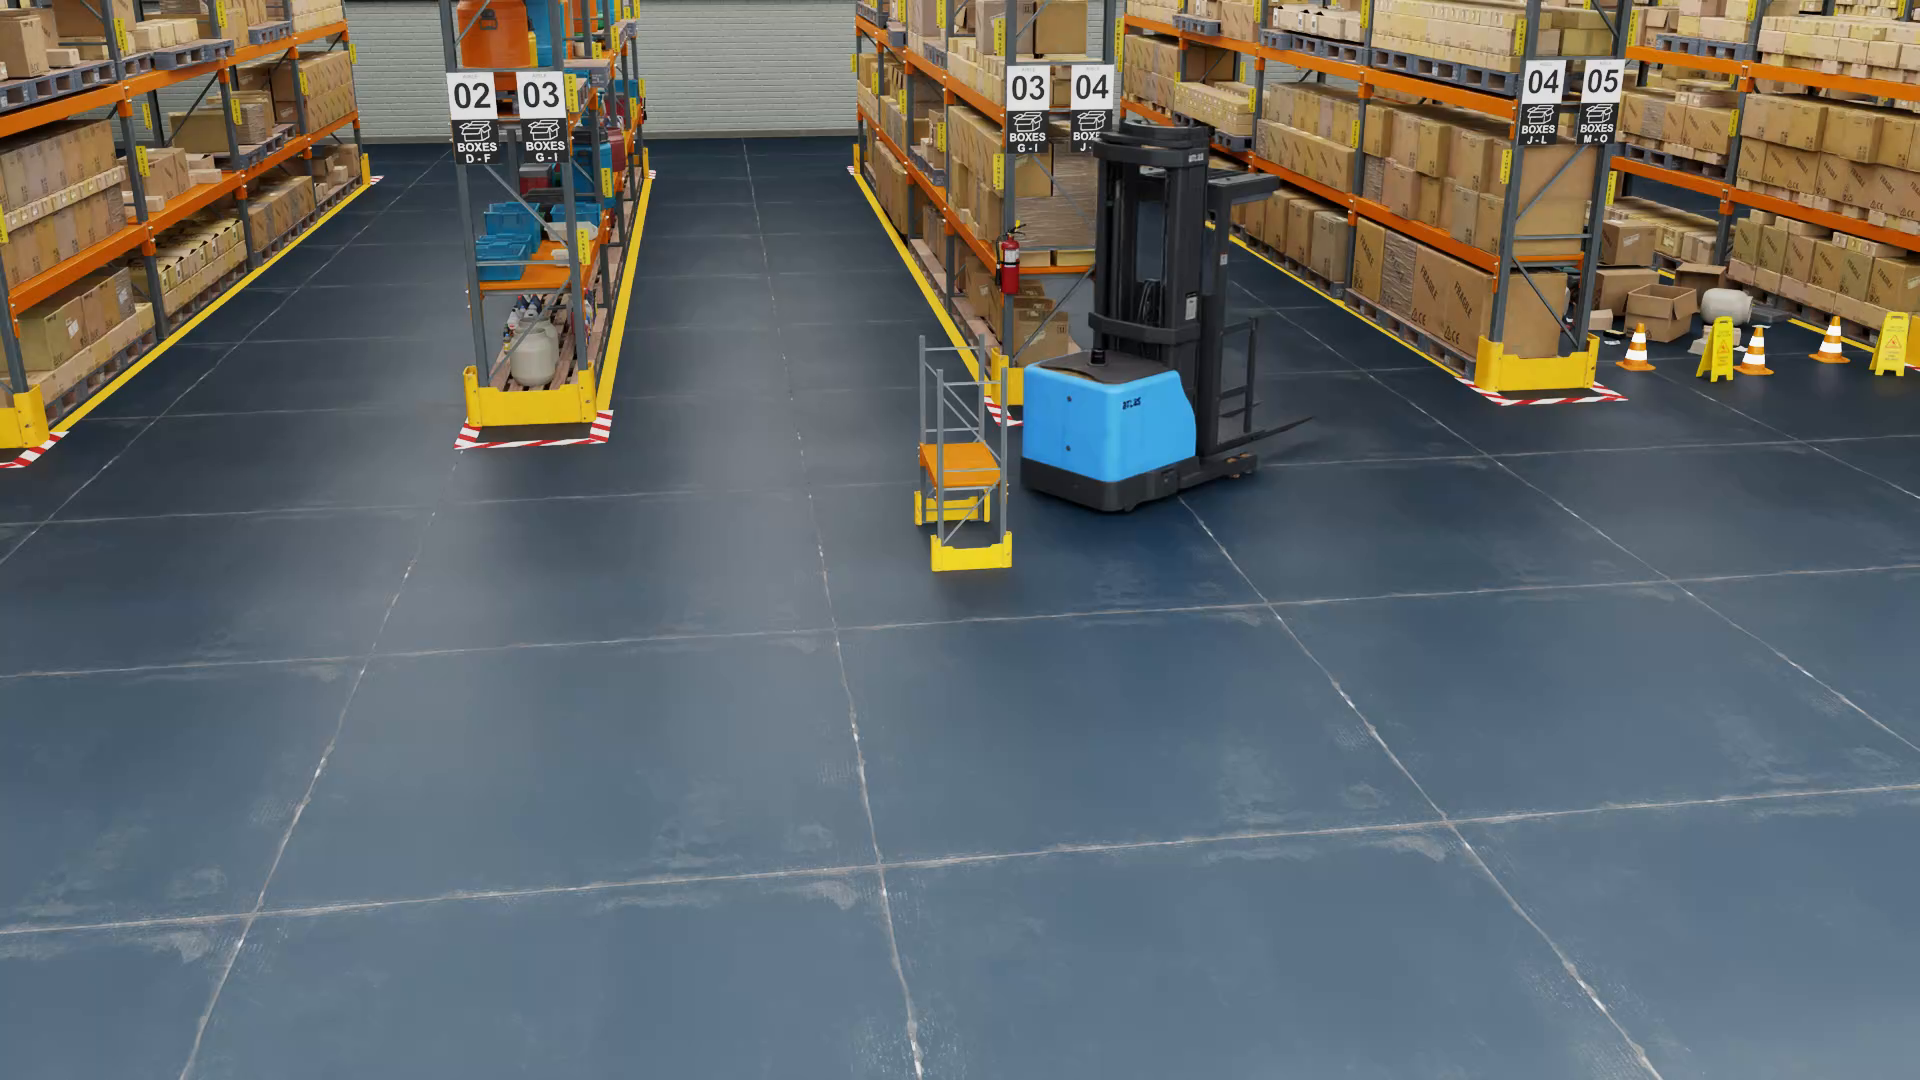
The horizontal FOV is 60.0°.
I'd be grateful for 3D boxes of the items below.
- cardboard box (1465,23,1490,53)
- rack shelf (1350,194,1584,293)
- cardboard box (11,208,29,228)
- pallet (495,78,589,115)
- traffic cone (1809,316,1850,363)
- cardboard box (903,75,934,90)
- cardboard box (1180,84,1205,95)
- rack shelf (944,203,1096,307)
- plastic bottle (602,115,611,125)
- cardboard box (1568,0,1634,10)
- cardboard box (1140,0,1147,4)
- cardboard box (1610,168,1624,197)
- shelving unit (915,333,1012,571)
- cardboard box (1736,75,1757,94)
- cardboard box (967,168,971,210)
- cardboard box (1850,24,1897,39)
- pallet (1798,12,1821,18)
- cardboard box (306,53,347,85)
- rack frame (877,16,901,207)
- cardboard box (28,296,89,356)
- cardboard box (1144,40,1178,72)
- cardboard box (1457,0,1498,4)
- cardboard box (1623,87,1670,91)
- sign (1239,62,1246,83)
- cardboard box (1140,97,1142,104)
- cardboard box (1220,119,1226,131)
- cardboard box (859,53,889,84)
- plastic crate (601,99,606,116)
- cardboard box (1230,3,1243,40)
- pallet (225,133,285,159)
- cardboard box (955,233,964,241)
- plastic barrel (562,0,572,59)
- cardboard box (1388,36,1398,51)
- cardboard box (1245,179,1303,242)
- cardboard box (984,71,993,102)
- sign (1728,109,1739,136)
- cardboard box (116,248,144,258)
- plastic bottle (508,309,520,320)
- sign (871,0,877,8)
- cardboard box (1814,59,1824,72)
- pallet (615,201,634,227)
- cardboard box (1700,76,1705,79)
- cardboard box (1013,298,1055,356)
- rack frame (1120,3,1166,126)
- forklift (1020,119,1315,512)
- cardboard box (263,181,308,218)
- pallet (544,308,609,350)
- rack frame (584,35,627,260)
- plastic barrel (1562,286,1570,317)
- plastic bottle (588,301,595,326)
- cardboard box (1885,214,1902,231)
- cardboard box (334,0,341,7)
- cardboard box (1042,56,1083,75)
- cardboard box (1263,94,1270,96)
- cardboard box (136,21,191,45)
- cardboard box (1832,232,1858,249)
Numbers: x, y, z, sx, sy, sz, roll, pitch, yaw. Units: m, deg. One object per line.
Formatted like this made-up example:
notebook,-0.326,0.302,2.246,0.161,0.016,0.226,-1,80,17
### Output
cardboard box,5.418,-5.036,16.673,0.500,0.250,0.500,-3,21,-8
rack shelf,5.548,-3.345,18.414,1.077,0.370,4.000,-3,21,-8
cardboard box,-8.809,-2.952,15.262,0.380,0.149,0.250,-3,21,-8
pallet,-4.010,-4.133,15.478,1.003,0.211,1.213,-3,21,-8
traffic cone,9.382,-2.170,17.865,0.336,0.463,0.334,-3,21,-8
cardboard box,-0.420,-6.541,24.366,0.797,0.503,0.637,-2,21,-6
cardboard box,3.754,-7.247,26.740,0.380,0.149,0.250,-2,21,-6
rack shelf,0.625,-3.130,17.838,1.077,0.370,4.000,-3,21,-8
plastic bottle,-5.377,-6.284,25.323,0.144,0.351,0.185,-3,21,-8
cardboard box,9.363,-7.818,24.325,0.797,0.503,0.637,-4,21,-11
cardboard box,3.473,-9.577,29.285,0.500,0.250,0.500,-3,21,-7
cardboard box,9.550,-5.489,25.562,0.875,0.875,0.875,-3,21,-8
shelving unit,0.011,-0.676,12.383,0.587,1.500,1.083,-3,21,-8
cardboard box,13.750,-7.746,28.425,0.700,0.500,0.500,-2,21,-6
cardboard box,0.550,-3.844,18.153,0.875,0.500,0.500,-3,21,-8
cardboard box,10.172,-5.661,18.518,0.380,0.149,0.250,-3,21,-7
pallet,14.079,-8.410,26.927,1.213,0.211,1.003,-3,21,-8
cardboard box,-10.786,-8.016,28.320,0.500,0.500,0.500,-2,21,-6
rack frame,-0.816,-6.930,26.982,1.000,3.000,0.127,-3,21,-8
cardboard box,-8.906,-2.079,16.253,0.500,0.500,0.500,-3,21,-8
cardboard box,3.541,-8.484,29.146,0.500,0.500,0.500,-4,21,-9
cardboard box,5.736,-5.908,18.436,0.380,0.149,0.250,-3,21,-7
cardboard box,9.908,-6.284,24.086,0.500,0.500,0.500,-4,21,-9
sign,4.655,-7.716,27.434,0.100,0.325,0.005,-3,21,-8
cardboard box,3.489,-8.019,30.257,0.380,0.149,0.250,-2,21,-5
cardboard box,4.086,-6.162,24.685,0.380,0.149,0.250,-3,21,-7
cardboard box,-1.519,-8.382,29.588,0.500,0.500,0.500,-3,21,-9
plastic crate,-5.755,-7.190,27.764,0.437,0.282,0.530,-3,21,-8
cardboard box,4.264,-7.569,24.265,0.500,0.500,0.500,-3,21,-8
pallet,-10.328,-5.629,23.776,1.003,0.211,1.213,-3,21,-8
cardboard box,0.220,-3.575,20.943,0.700,0.500,0.500,-3,21,-8
plastic barrel,-5.143,-6.379,20.609,0.600,0.830,0.708,-3,21,-8
cardboard box,5.050,-5.587,18.716,0.380,0.149,0.250,-3,21,-8
cardboard box,4.682,-4.687,23.594,1.050,0.750,0.750,-3,21,-8
cardboard box,0.518,-4.437,16.235,0.500,0.250,0.500,-3,21,-7
sign,9.595,-5.173,20.624,0.100,0.325,0.005,-3,21,-8
cardboard box,-9.959,-3.311,19.823,0.500,0.311,0.500,-3,21,-8
plastic bottle,-4.743,-2.298,17.738,0.144,0.351,0.185,-2,21,-6
sign,-1.365,-8.586,26.277,0.100,0.325,0.005,-3,21,-8
cardboard box,10.098,-5.471,19.150,0.380,0.149,0.250,-4,21,-9
pallet,-5.647,-5.104,26.081,1.003,0.211,1.213,-3,21,-8
cardboard box,13.869,-8.458,30.863,0.500,0.250,0.500,-3,21,-8
cardboard box,0.720,-2.223,17.353,0.500,0.500,0.500,2,21,6
rack frame,3.530,-8.530,31.267,1.000,3.000,0.127,-3,21,-8
forklift,1.909,-2.015,13.921,3.031,2.935,1.130,-19,27,-40
cardboard box,-10.202,-5.138,25.130,0.500,0.500,0.500,-3,21,-8
pallet,-4.509,-2.369,18.757,1.003,0.211,1.213,-3,21,-8
rack frame,-5.141,-5.295,22.606,1.000,3.000,0.127,-3,21,-8
plastic barrel,6.941,-2.853,19.749,0.512,0.421,0.421,12,24,30
plastic bottle,-4.094,-2.514,18.414,0.061,0.283,0.133,-2,21,-4
cardboard box,10.292,-3.448,18.019,0.380,0.149,0.250,-3,21,-9
cardboard box,-10.870,-9.220,28.328,0.500,0.250,0.500,-3,21,-8
cardboard box,1.003,-4.579,16.047,0.380,0.149,0.250,-3,21,-9
cardboard box,4.657,-6.651,25.144,0.380,0.149,0.250,-2,21,-5
cardboard box,-9.828,-6.243,20.472,0.500,0.250,0.500,-2,21,-6
cardboard box,10.158,-3.405,18.876,0.380,0.149,0.250,-2,21,-5
